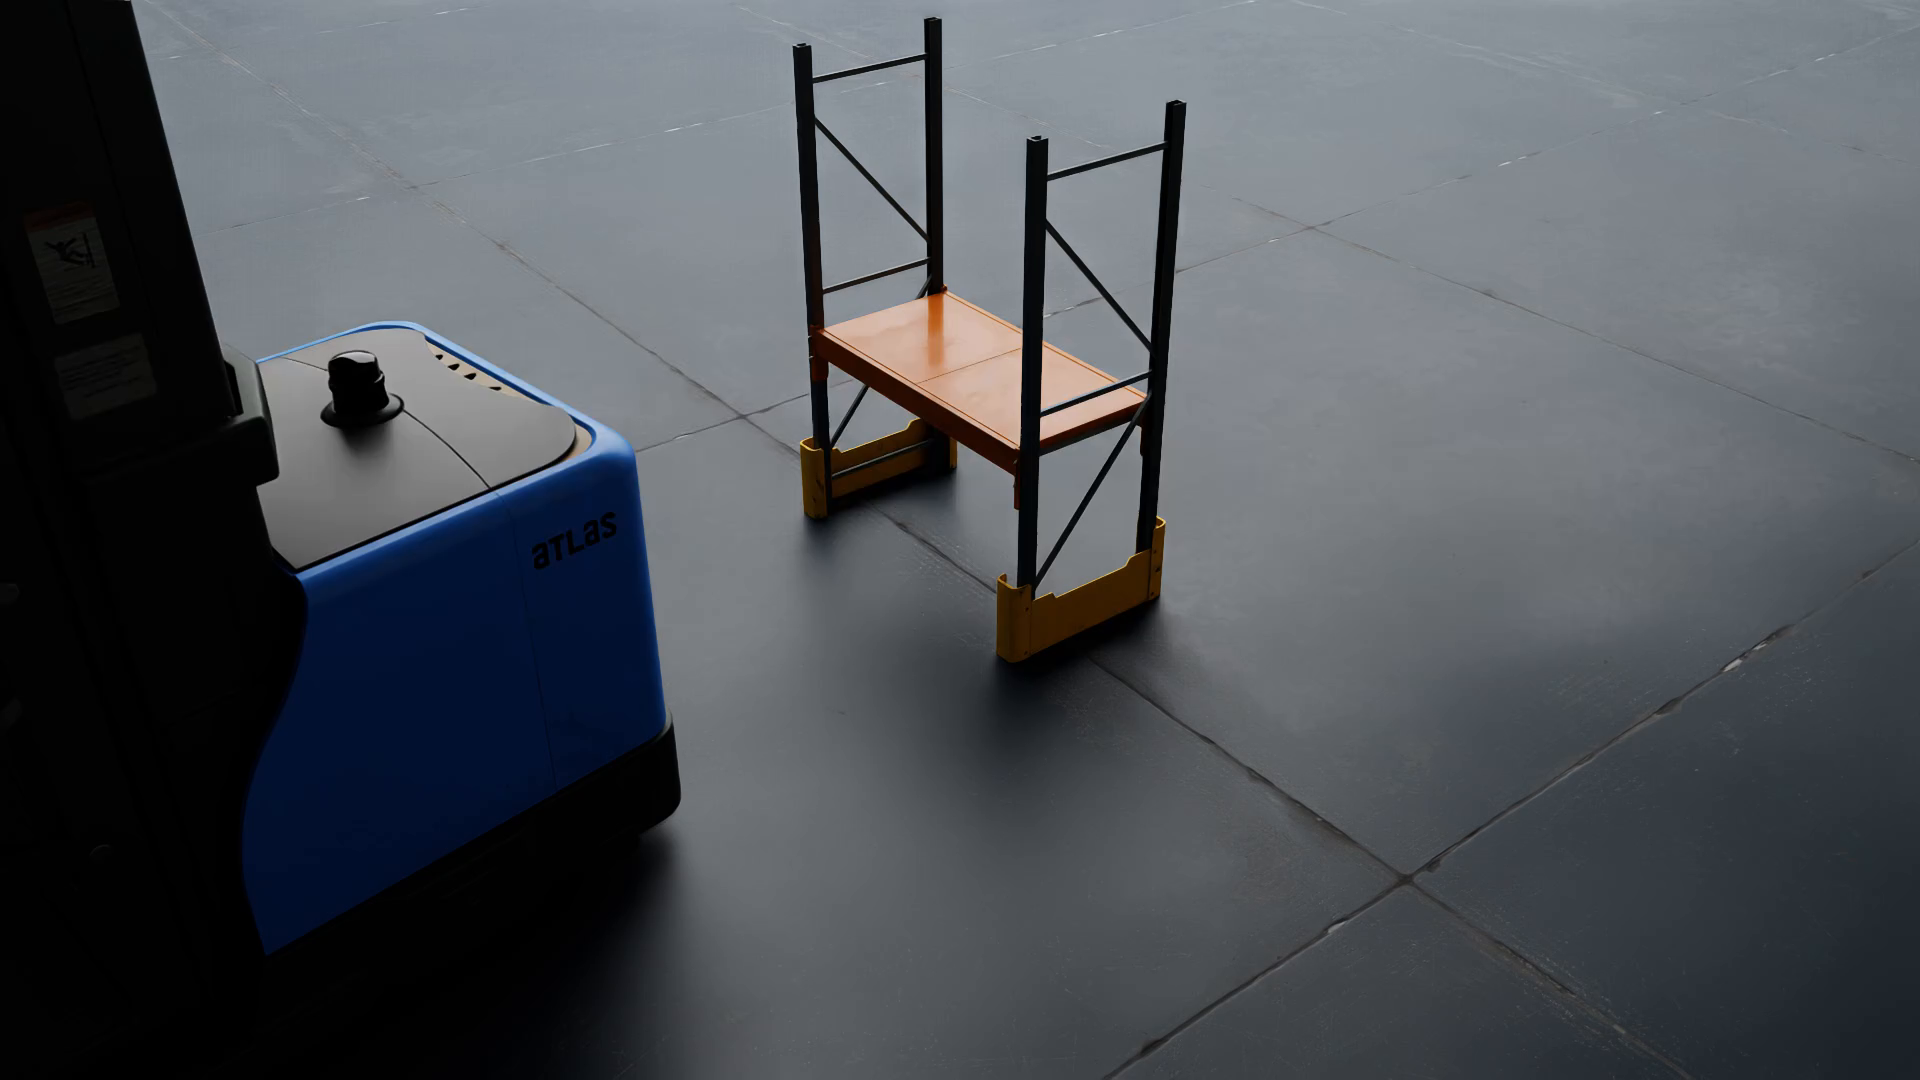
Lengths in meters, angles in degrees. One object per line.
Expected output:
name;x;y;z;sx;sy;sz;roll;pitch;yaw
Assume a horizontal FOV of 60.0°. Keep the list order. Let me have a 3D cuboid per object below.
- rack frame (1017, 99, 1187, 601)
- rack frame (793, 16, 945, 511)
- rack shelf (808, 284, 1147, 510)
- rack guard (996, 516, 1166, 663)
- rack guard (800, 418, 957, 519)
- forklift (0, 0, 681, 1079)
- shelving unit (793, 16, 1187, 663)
rack frame;0.364;-0.390;4.456;0.500;1.500;0.032;-22;38;-31
rack frame;-0.259;-0.813;5.138;0.500;1.500;0.032;-22;38;-31
rack shelf;0.052;-0.449;4.892;0.538;0.185;1.000;-22;38;-31
rack guard;0.352;0.133;4.799;0.587;0.250;0.087;-22;38;-31
rack guard;-0.259;-0.282;5.467;0.587;0.250;0.087;-22;38;-31
forklift;-2.069;-0.162;2.733;1.130;2.935;3.031;27;41;36
shelving unit;0.047;-0.605;4.803;0.587;1.500;1.083;-22;38;-31
